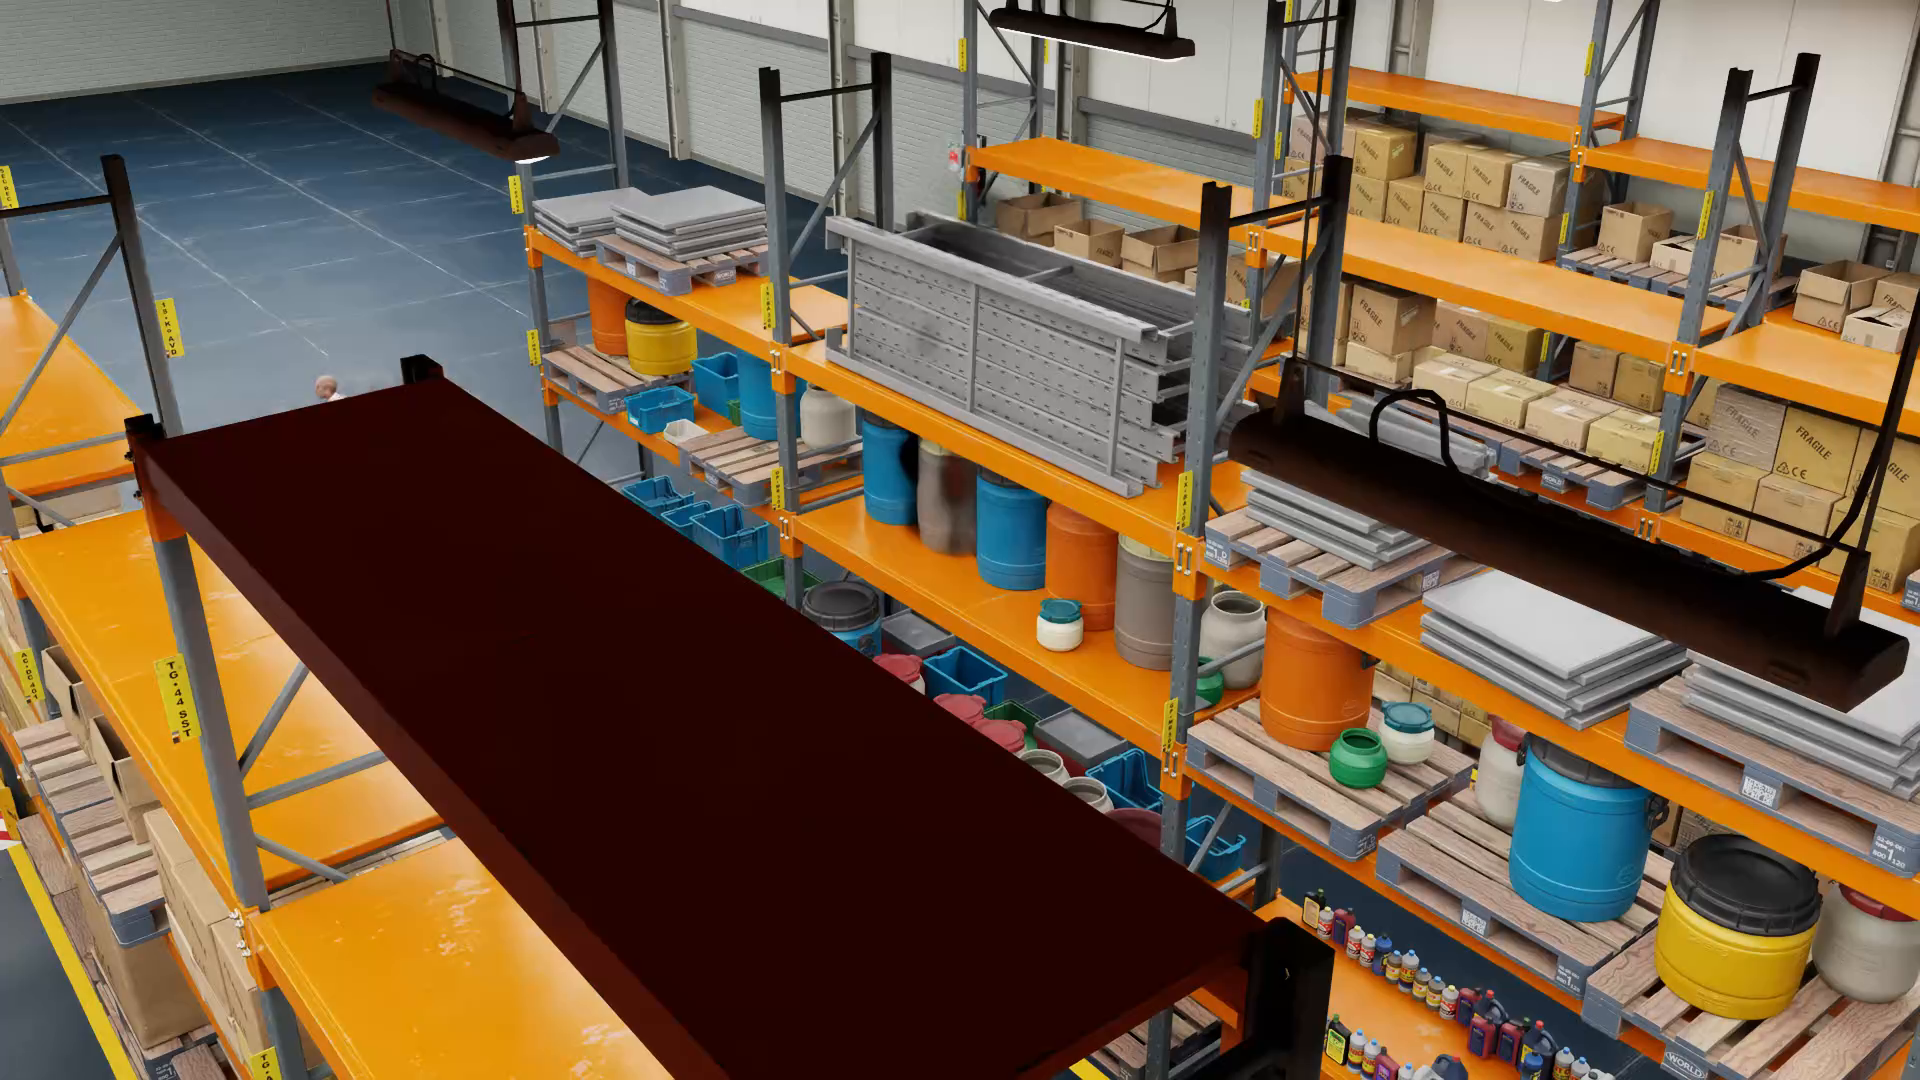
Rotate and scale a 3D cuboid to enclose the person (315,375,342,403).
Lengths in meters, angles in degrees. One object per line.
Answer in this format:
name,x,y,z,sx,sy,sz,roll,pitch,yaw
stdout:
person,-6.728,-0.918,18.193,0.908,1.790,0.640,-6,26,-11
